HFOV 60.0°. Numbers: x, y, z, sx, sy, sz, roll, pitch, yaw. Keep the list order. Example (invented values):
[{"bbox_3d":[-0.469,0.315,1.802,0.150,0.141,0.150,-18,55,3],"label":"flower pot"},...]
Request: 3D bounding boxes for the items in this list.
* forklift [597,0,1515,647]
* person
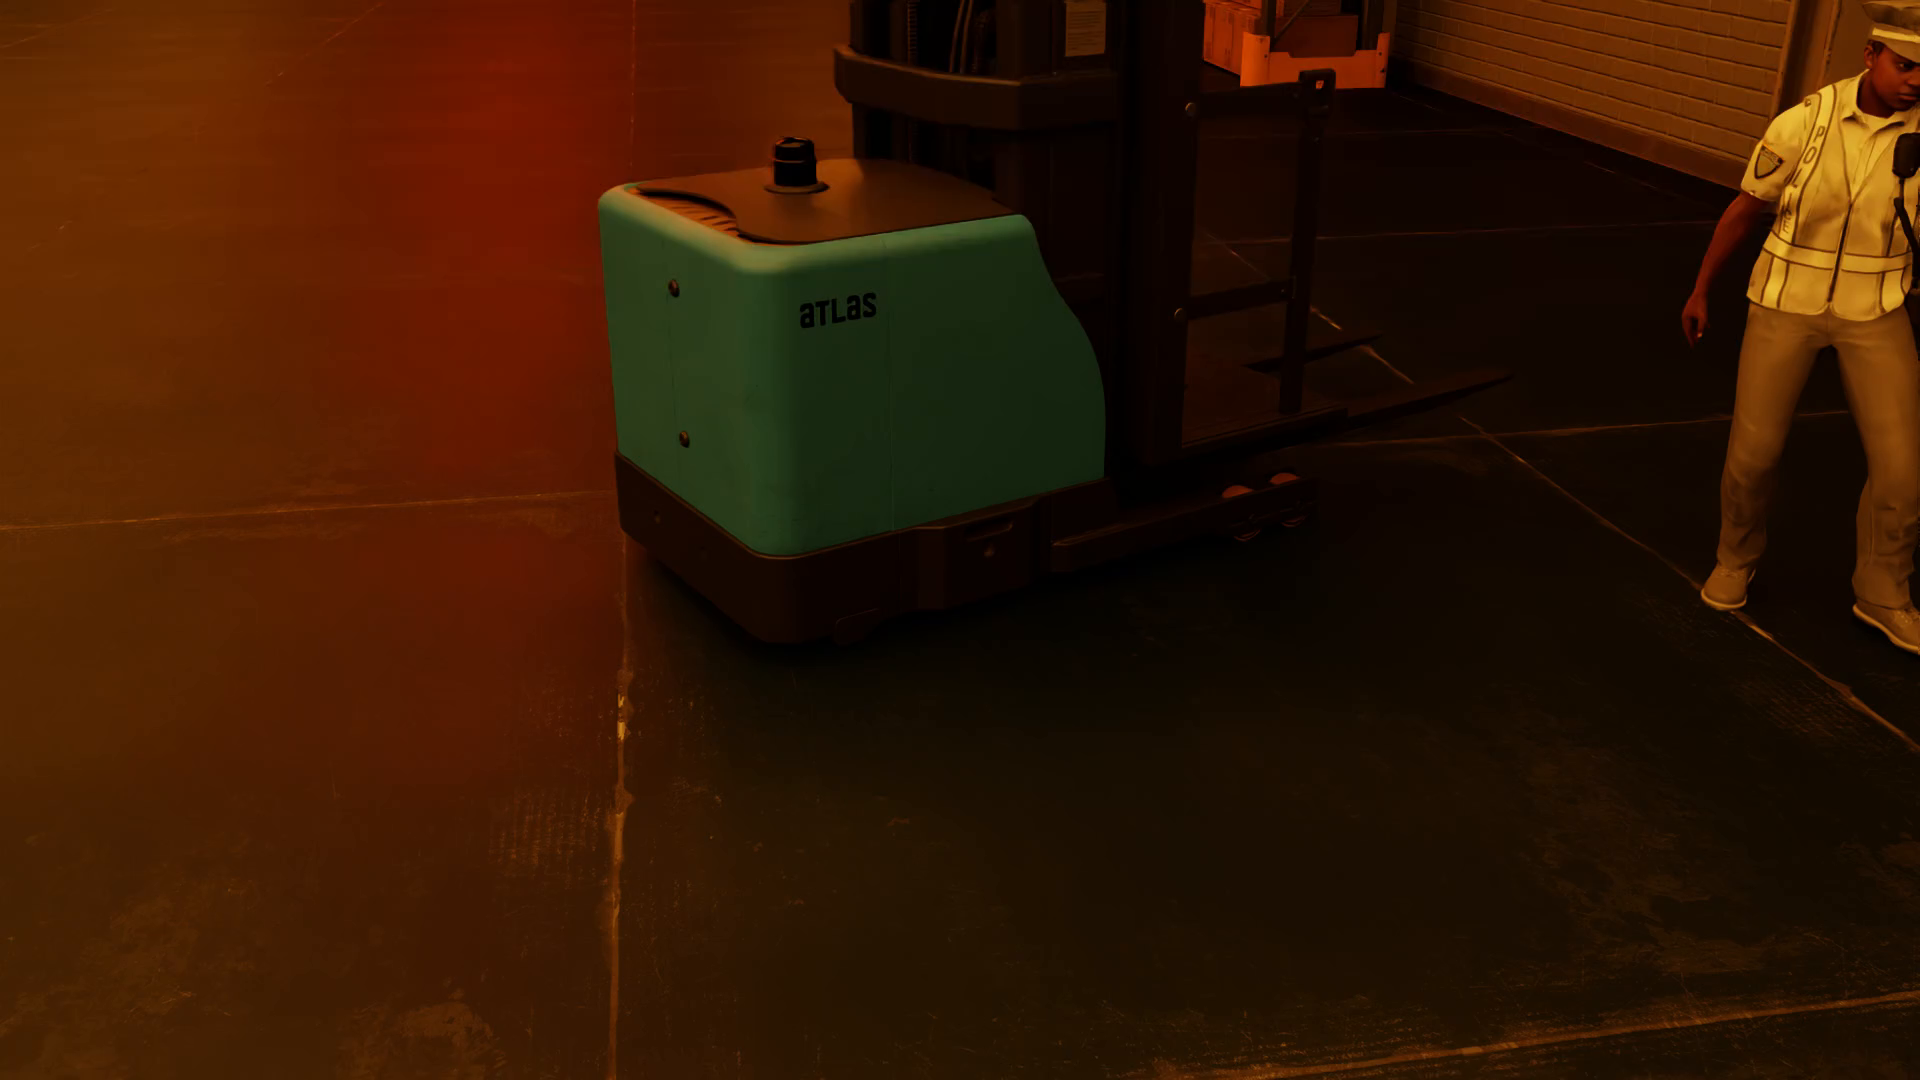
[{"bbox_3d":[0.497,-1.502,4.808,3.031,2.935,1.130,-15,27,-31],"label":"forklift"},{"bbox_3d":[2.265,-0.548,4.258,0.784,1.627,0.411,12,26,25],"label":"person"}]
